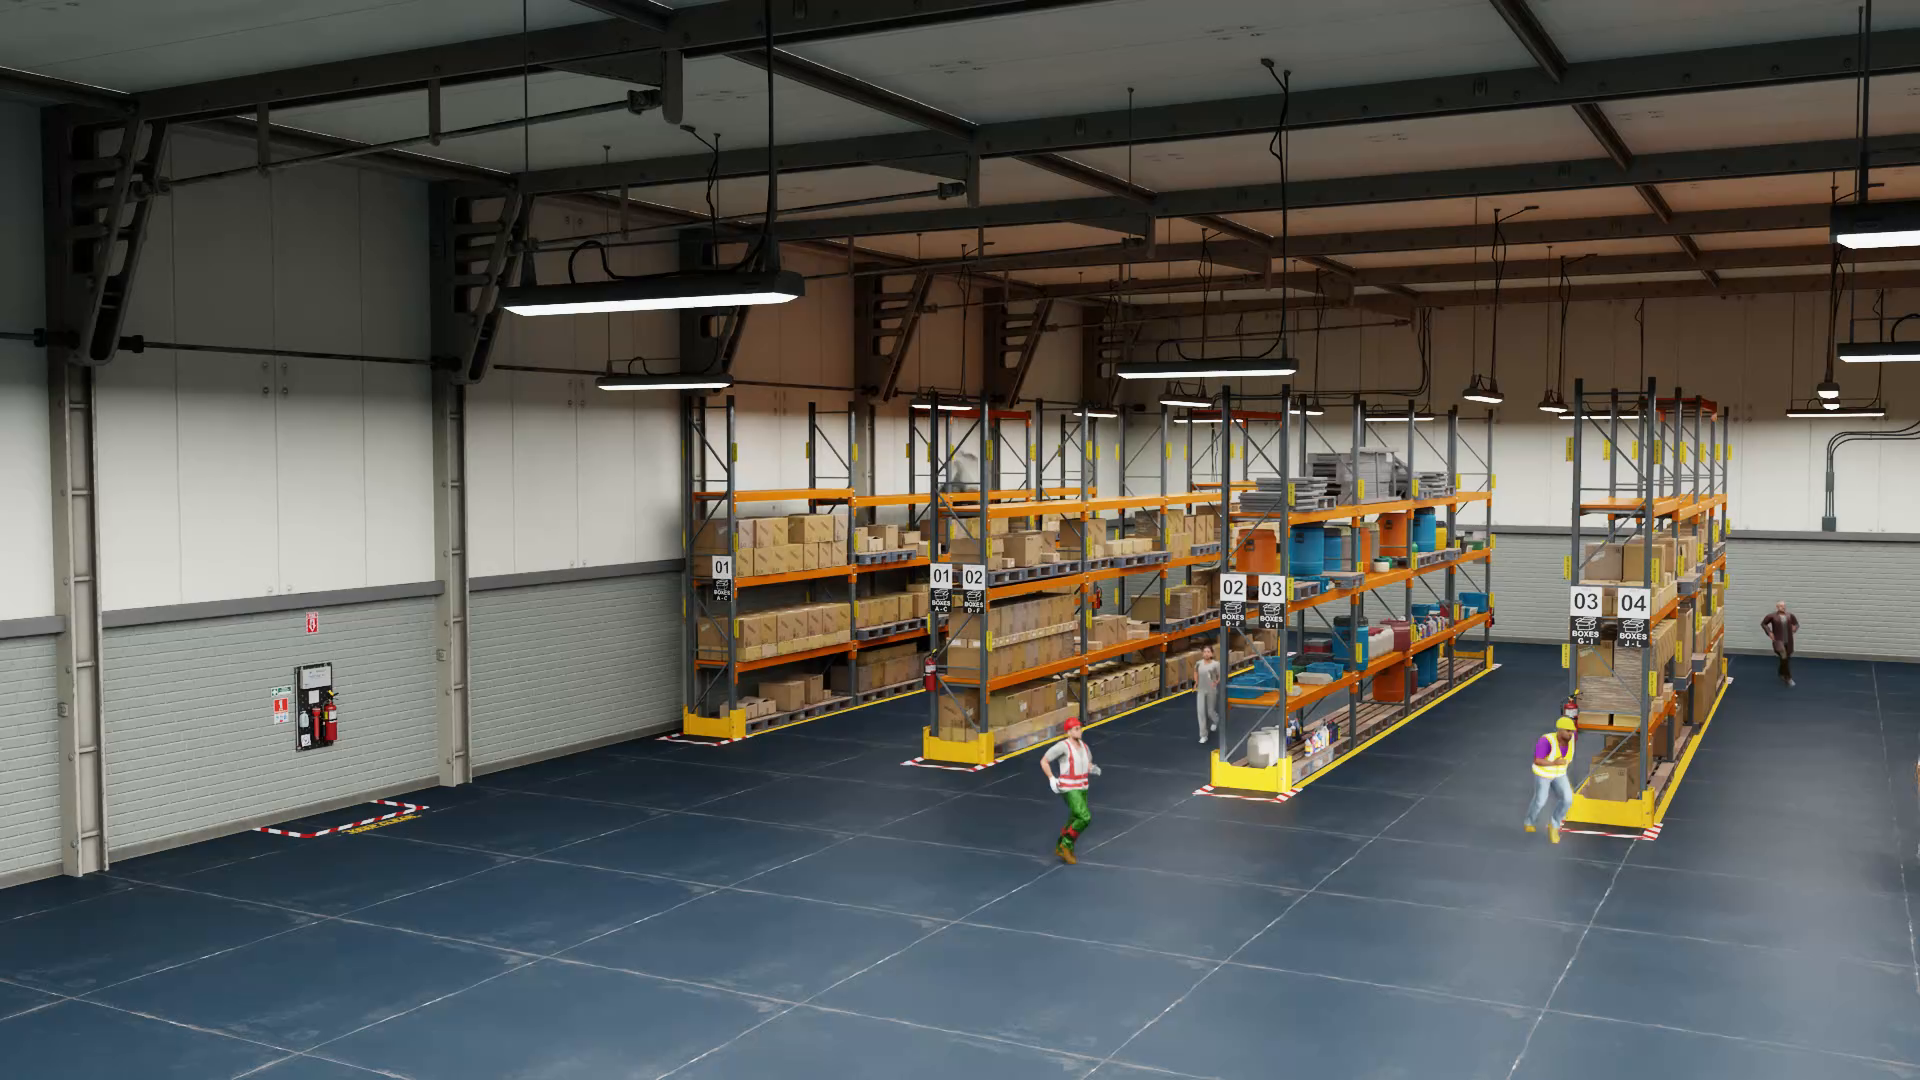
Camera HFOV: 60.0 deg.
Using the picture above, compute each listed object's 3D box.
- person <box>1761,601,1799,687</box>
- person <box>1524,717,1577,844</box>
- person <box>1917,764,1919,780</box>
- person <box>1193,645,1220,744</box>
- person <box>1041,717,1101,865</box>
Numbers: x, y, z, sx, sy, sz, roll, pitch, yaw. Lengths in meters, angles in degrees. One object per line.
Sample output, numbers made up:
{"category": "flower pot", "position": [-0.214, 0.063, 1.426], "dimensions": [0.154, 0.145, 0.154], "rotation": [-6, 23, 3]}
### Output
{"category": "person", "position": [17.700, 2.217, 35.820], "dimensions": [0.712, 1.805, 0.931], "rotation": [0, 3, 1]}
{"category": "person", "position": [7.621, 3.062, 21.377], "dimensions": [0.733, 1.674, 0.963], "rotation": [-1, 3, -15]}
{"category": "person", "position": [11.791, 3.137, 19.785], "dimensions": [0.626, 1.698, 0.793], "rotation": [-1, 3, -14]}
{"category": "person", "position": [4.307, 2.660, 28.919], "dimensions": [0.567, 1.669, 0.879], "rotation": [1, 3, 22]}
{"category": "person", "position": [1.405, 3.044, 20.187], "dimensions": [0.690, 1.773, 0.641], "rotation": [3, 4, 42]}
